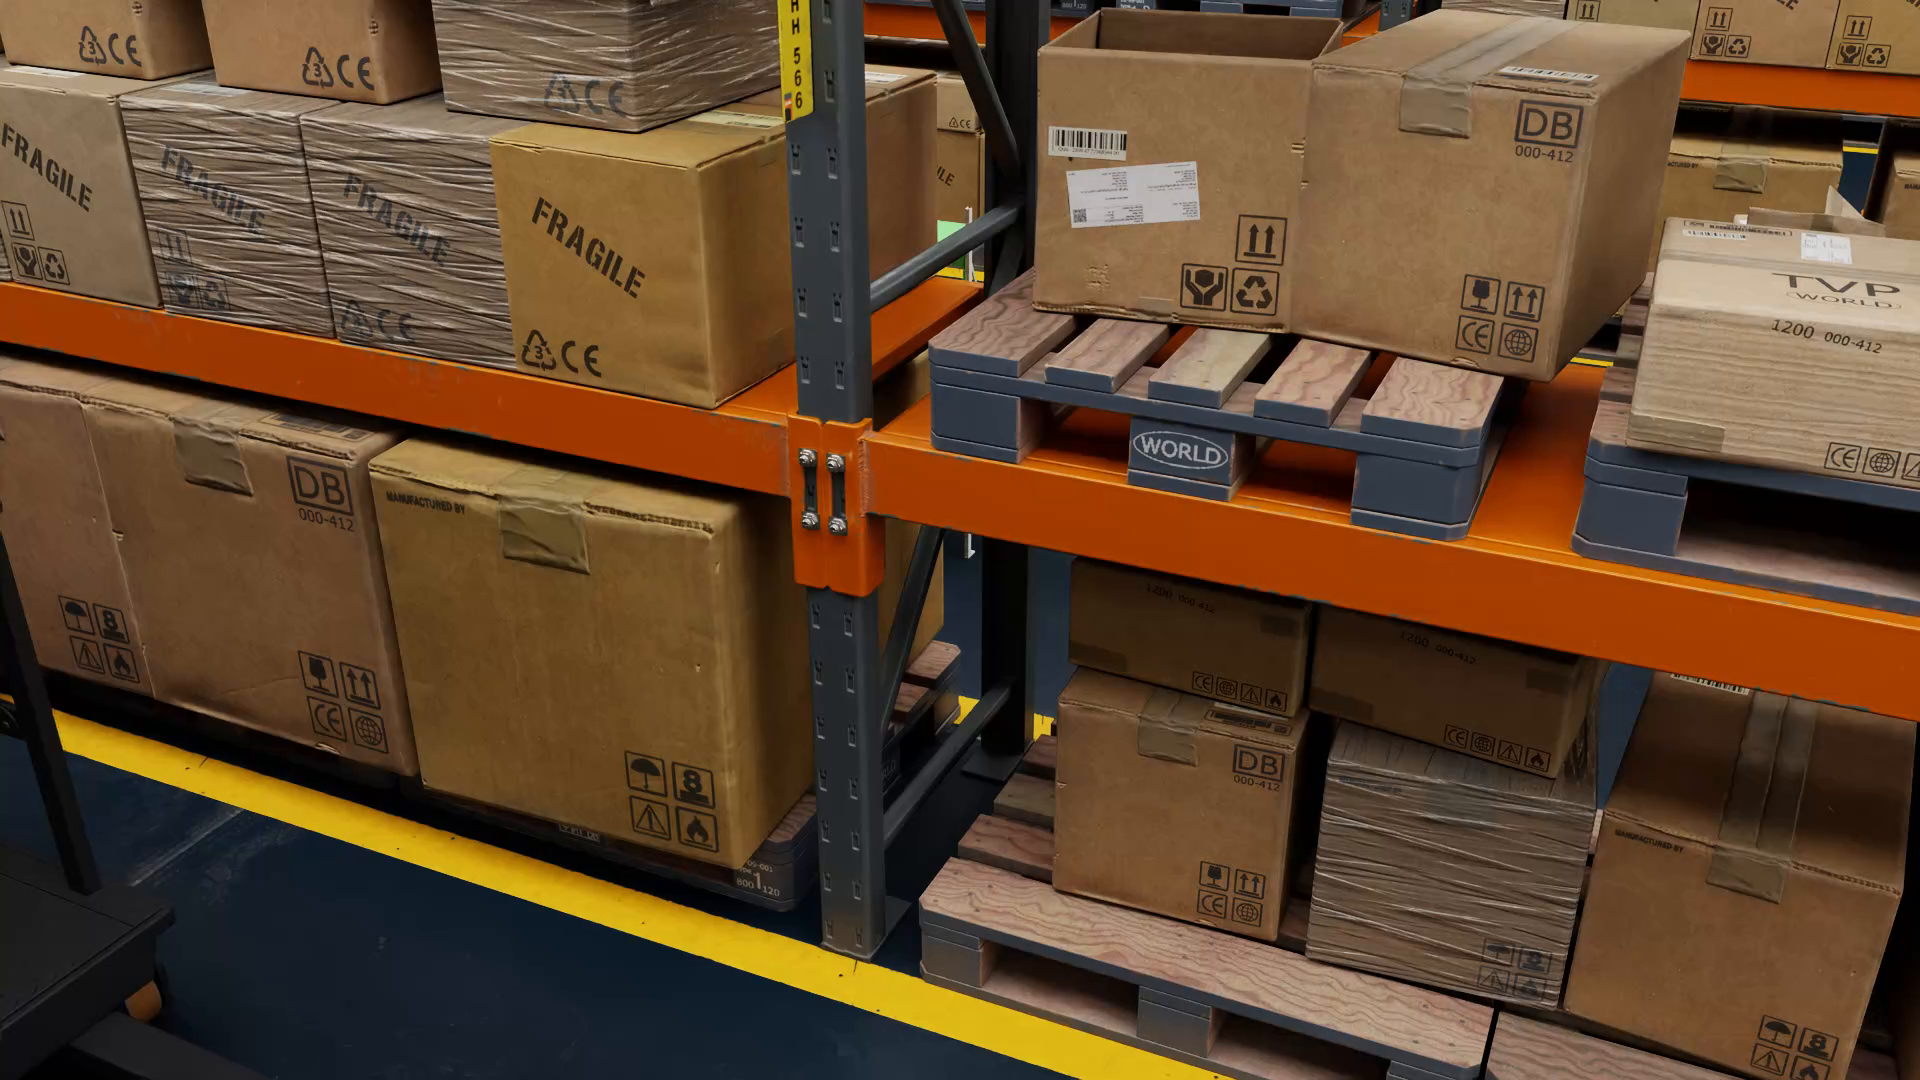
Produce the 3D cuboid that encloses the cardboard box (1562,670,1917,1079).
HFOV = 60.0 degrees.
[{"bbox_3d":[1.591,0.644,3.378,0.500,0.500,0.700,14,29,26],"label":"cardboard box"}]

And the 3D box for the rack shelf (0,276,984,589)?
[{"bbox_3d":[-1.877,-0.635,4.458,4.000,0.370,1.077,11,28,22],"label":"rack shelf"}]

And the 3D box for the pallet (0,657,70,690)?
[{"bbox_3d":[-2.964,0.038,5.433,1.213,0.211,1.003,11,28,22],"label":"pallet"}]

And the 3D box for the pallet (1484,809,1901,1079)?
[{"bbox_3d":[1.761,1.026,3.427,1.213,0.211,1.003,11,28,22],"label":"pallet"}]

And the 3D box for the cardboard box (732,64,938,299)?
[{"bbox_3d":[-0.386,-0.835,3.937,0.500,0.500,0.500,12,29,23],"label":"cardboard box"}]

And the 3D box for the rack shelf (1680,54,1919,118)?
[{"bbox_3d":[3.909,-1.879,6.986,4.000,0.370,1.077,11,28,22],"label":"rack shelf"}]

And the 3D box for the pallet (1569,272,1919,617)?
[{"bbox_3d":[1.762,-0.160,2.897,1.213,0.211,1.003,11,28,22],"label":"pallet"}]

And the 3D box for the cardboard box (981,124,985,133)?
[{"bbox_3d":[0.437,-2.178,8.284,0.500,0.250,0.500,12,29,23],"label":"cardboard box"}]

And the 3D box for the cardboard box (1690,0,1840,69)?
[{"bbox_3d":[3.308,-2.238,6.786,0.500,0.500,0.500,11,28,22],"label":"cardboard box"}]

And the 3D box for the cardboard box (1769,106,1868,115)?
[{"bbox_3d":[5.919,-3.206,11.366,0.625,0.372,0.950,12,29,23],"label":"cardboard box"}]

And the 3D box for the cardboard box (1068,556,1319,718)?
[{"bbox_3d":[0.566,0.106,3.621,0.500,0.250,0.500,13,29,24],"label":"cardboard box"}]

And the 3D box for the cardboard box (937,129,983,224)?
[{"bbox_3d":[-0.025,-1.938,8.645,0.500,0.500,0.500,12,29,23],"label":"cardboard box"}]

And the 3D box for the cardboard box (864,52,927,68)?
[{"bbox_3d":[-0.504,-2.365,8.663,0.500,0.250,0.500,12,29,23],"label":"cardboard box"}]

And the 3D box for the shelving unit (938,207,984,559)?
[{"bbox_3d":[-0.151,-0.569,5.546,0.503,1.200,0.258,11,28,22],"label":"shelving unit"}]

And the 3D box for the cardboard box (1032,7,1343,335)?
[{"bbox_3d":[0.452,-0.743,3.274,0.500,0.500,0.500,8,27,15],"label":"cardboard box"}]

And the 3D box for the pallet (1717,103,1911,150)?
[{"bbox_3d":[5.863,-2.959,11.520,1.213,0.211,1.003,11,28,22],"label":"pallet"}]

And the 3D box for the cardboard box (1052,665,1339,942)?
[{"bbox_3d":[0.562,0.447,3.779,0.500,0.500,0.700,10,28,19],"label":"cardboard box"}]

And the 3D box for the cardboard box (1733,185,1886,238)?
[{"bbox_3d":[1.573,-0.524,3.095,0.258,0.266,0.396,11,28,20],"label":"cardboard box"}]

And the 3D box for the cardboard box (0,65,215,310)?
[{"bbox_3d":[-1.997,-0.908,4.085,0.500,0.500,0.500,12,29,23],"label":"cardboard box"}]

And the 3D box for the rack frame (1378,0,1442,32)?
[{"bbox_3d":[2.089,-2.568,7.570,0.127,3.000,1.000,11,28,22],"label":"rack frame"}]

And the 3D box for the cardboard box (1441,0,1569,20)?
[{"bbox_3d":[2.386,-2.422,7.160,0.500,0.500,0.500,12,29,22],"label":"cardboard box"}]

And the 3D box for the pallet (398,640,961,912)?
[{"bbox_3d":[-0.743,0.485,4.527,1.213,0.211,1.003,11,28,22],"label":"pallet"}]

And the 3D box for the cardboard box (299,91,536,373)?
[{"bbox_3d":[-1.060,-0.721,3.705,0.500,0.500,0.500,11,28,21],"label":"cardboard box"}]

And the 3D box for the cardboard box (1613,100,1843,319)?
[{"bbox_3d":[3.403,-1.441,7.352,0.750,0.750,1.050,12,29,23],"label":"cardboard box"}]

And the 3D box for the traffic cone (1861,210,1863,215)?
[{"bbox_3d":[5.301,-2.022,9.333,0.334,0.463,0.336,11,28,22],"label":"traffic cone"}]

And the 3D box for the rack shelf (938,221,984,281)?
[{"bbox_3d":[-0.151,-0.942,5.363,0.480,0.148,0.258,11,28,22],"label":"rack shelf"}]

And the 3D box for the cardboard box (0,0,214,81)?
[{"bbox_3d":[-1.921,-1.467,4.086,0.637,0.503,0.797,12,29,23],"label":"cardboard box"}]

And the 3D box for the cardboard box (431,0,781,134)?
[{"bbox_3d":[-0.715,-1.227,3.598,0.637,0.503,0.797,12,29,24],"label":"cardboard box"}]

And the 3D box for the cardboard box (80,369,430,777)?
[{"bbox_3d":[-1.484,-0.128,4.544,0.875,0.875,1.225,11,28,22],"label":"cardboard box"}]

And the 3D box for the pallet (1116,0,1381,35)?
[{"bbox_3d":[1.396,-2.569,7.790,1.003,0.211,1.213,11,28,22],"label":"pallet"}]

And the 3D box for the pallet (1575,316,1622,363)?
[{"bbox_3d":[2.775,-1.142,7.831,1.213,0.211,1.003,11,28,22],"label":"pallet"}]

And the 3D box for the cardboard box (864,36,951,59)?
[{"bbox_3d":[-0.308,-2.569,9.077,0.500,0.250,0.500,13,29,24],"label":"cardboard box"}]
